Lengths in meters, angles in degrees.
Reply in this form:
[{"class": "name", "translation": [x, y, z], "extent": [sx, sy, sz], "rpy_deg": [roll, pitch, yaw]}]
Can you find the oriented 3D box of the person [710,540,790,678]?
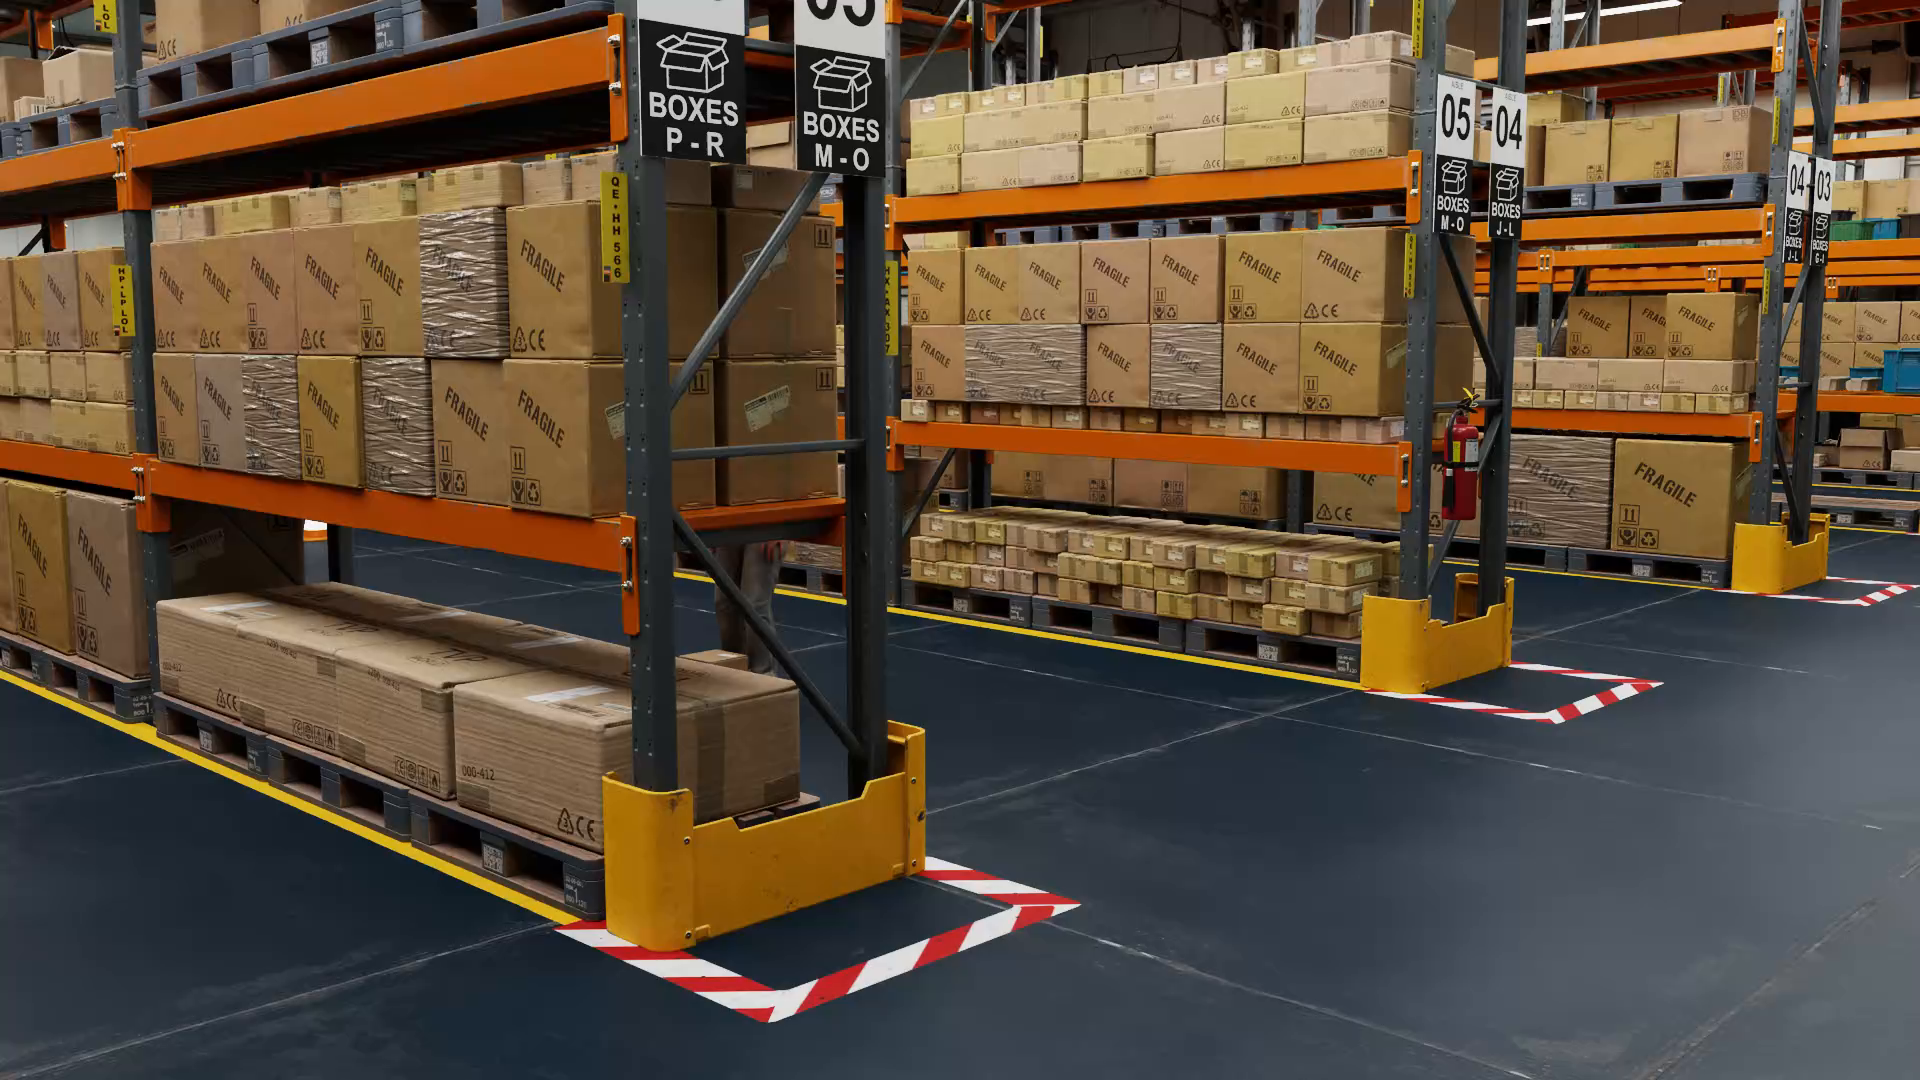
[{"class": "person", "translation": [-1.098, -0.061, 8.643], "extent": [0.581, 1.771, 0.464], "rpy_deg": [7, 10, 43]}]
